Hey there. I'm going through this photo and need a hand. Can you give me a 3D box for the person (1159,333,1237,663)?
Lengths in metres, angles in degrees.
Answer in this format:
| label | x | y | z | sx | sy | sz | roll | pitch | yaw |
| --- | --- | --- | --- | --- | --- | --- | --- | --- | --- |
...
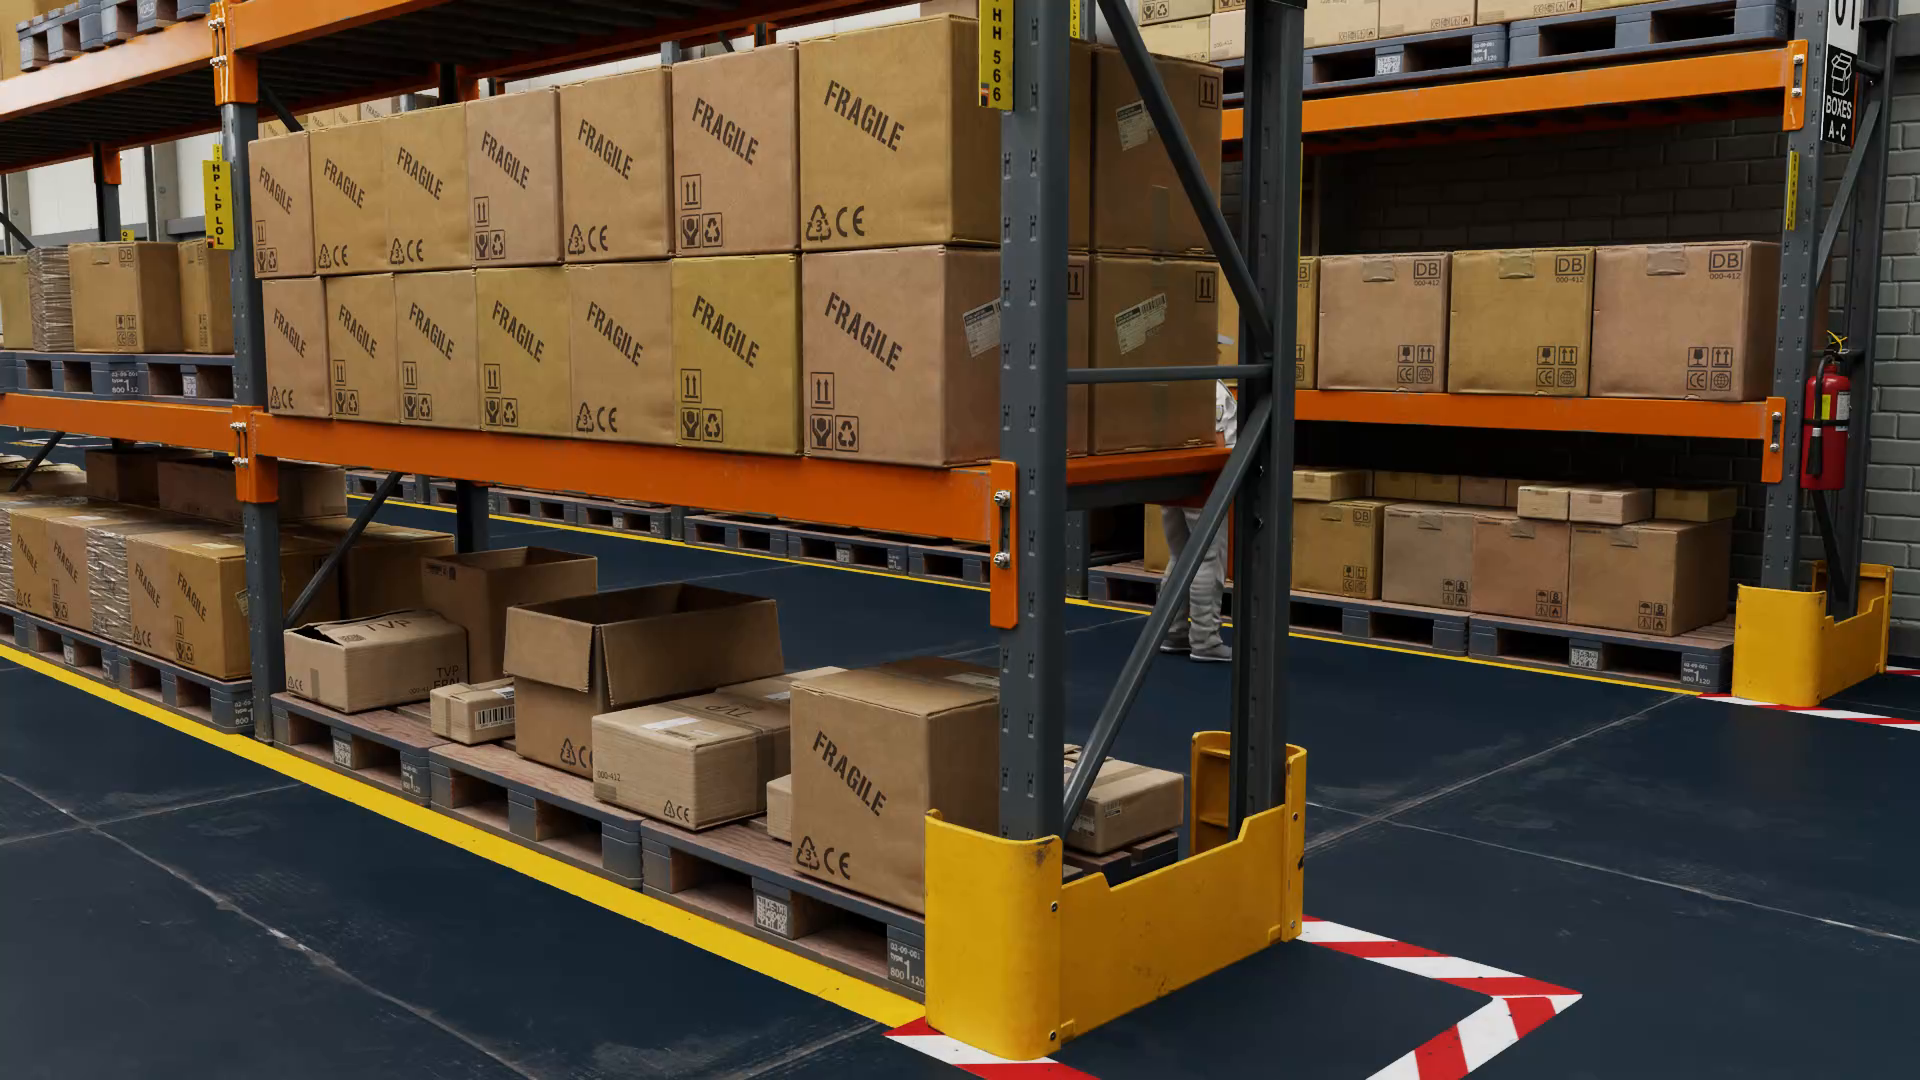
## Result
| label | x | y | z | sx | sy | sz | roll | pitch | yaw |
| --- | --- | --- | --- | --- | --- | --- | --- | --- | --- |
| person | 1.185 | -0.247 | 8.219 | 0.387 | 1.669 | 0.474 | -4 | 8 | -27 |
